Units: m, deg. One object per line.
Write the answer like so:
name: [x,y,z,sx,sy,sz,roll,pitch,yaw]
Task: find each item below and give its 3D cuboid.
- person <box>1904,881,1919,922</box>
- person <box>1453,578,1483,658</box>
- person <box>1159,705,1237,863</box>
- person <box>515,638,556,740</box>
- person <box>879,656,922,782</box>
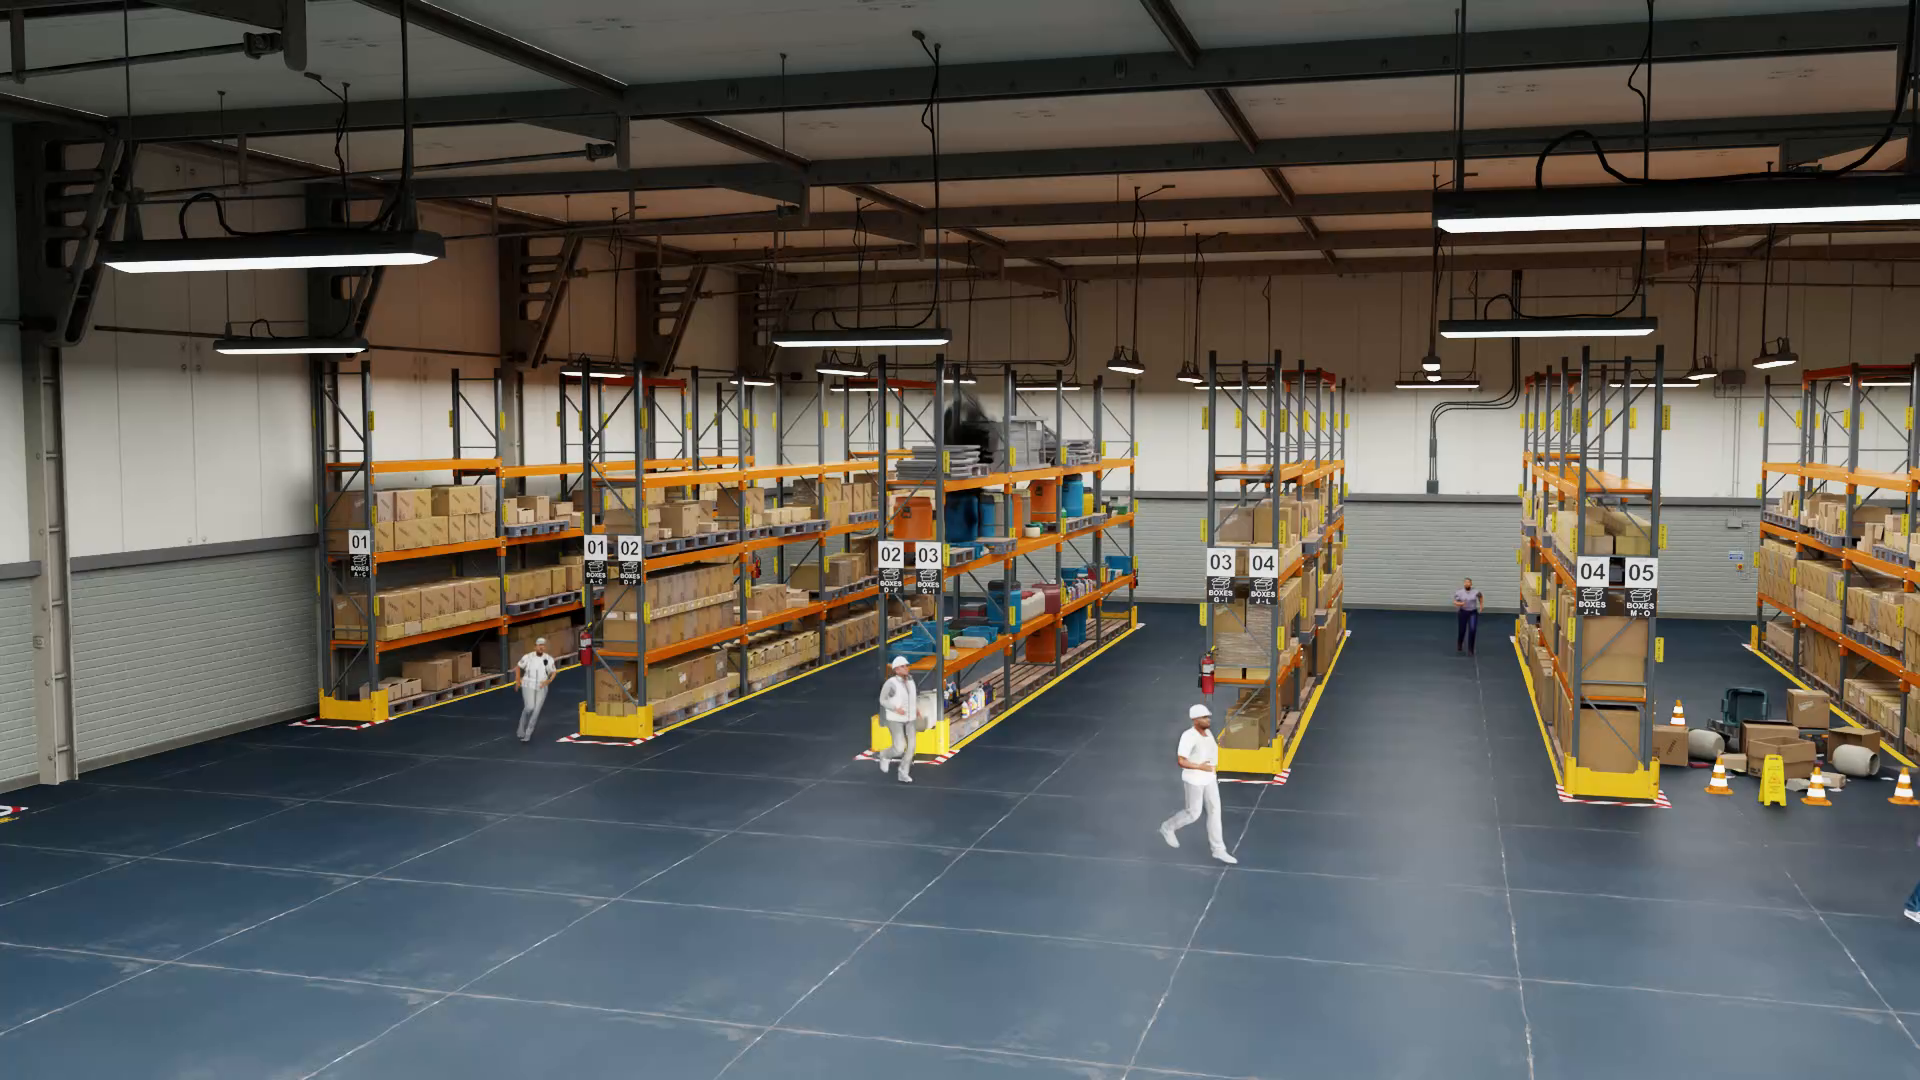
person: [9.610,3.041,16.274,0.518,1.630,0.665,-2,5,-28]
person: [10.878,1.645,35.619,0.614,1.690,0.895,1,4,17]
person: [2.712,2.752,18.956,0.982,1.766,0.704,4,6,44]
person: [-6.623,2.341,26.002,0.623,1.599,0.582,-1,4,-20]
person: [-0.831,2.484,23.167,0.656,1.734,0.663,-3,5,-38]
